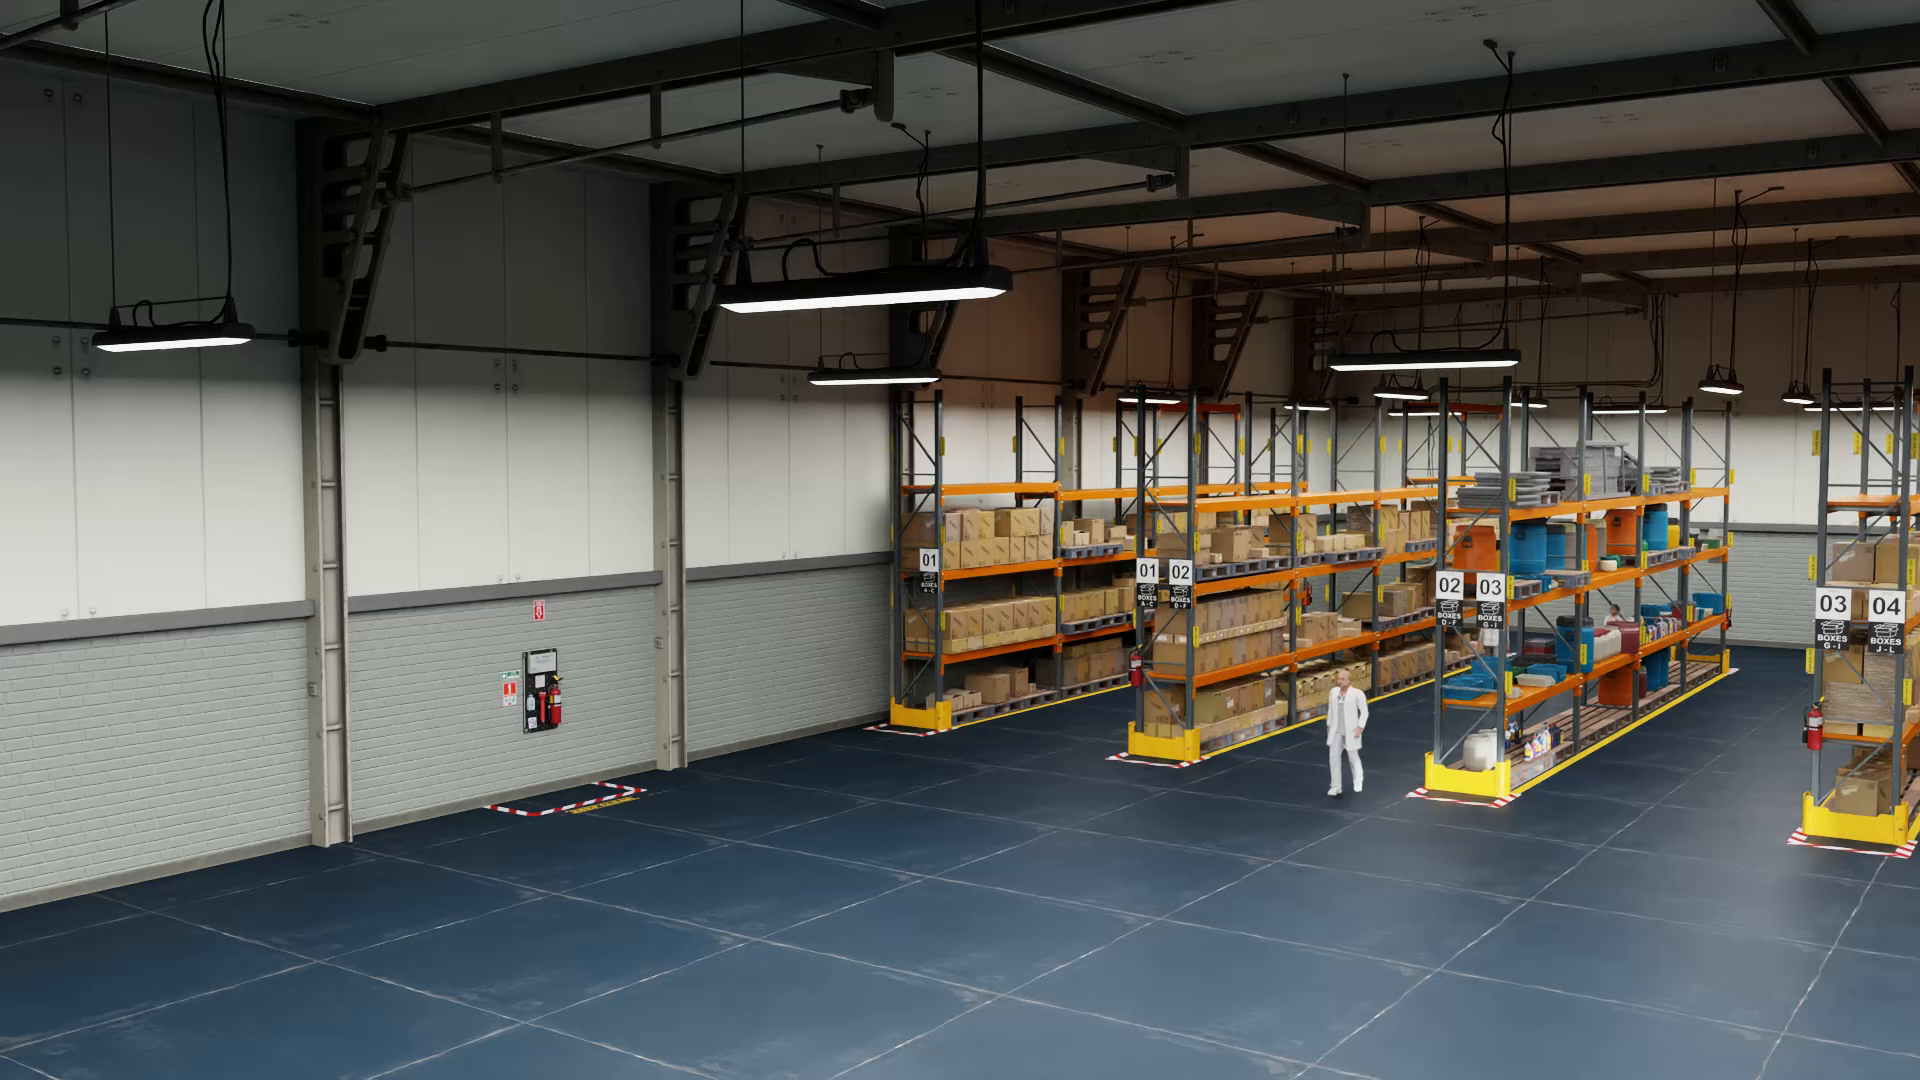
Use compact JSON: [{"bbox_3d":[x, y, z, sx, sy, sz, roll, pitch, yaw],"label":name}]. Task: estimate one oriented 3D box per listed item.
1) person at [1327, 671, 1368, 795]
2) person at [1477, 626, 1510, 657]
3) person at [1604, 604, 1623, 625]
[{"bbox_3d":[5.551,2.773,23.964,0.687,1.787,0.917,2,4,34],"label":"person"},{"bbox_3d":[11.160,2.179,34.783,0.599,1.721,1.084,2,4,31],"label":"person"},{"bbox_3d":[14.228,2.166,36.288,0.472,1.543,0.952,3,4,41],"label":"person"}]
